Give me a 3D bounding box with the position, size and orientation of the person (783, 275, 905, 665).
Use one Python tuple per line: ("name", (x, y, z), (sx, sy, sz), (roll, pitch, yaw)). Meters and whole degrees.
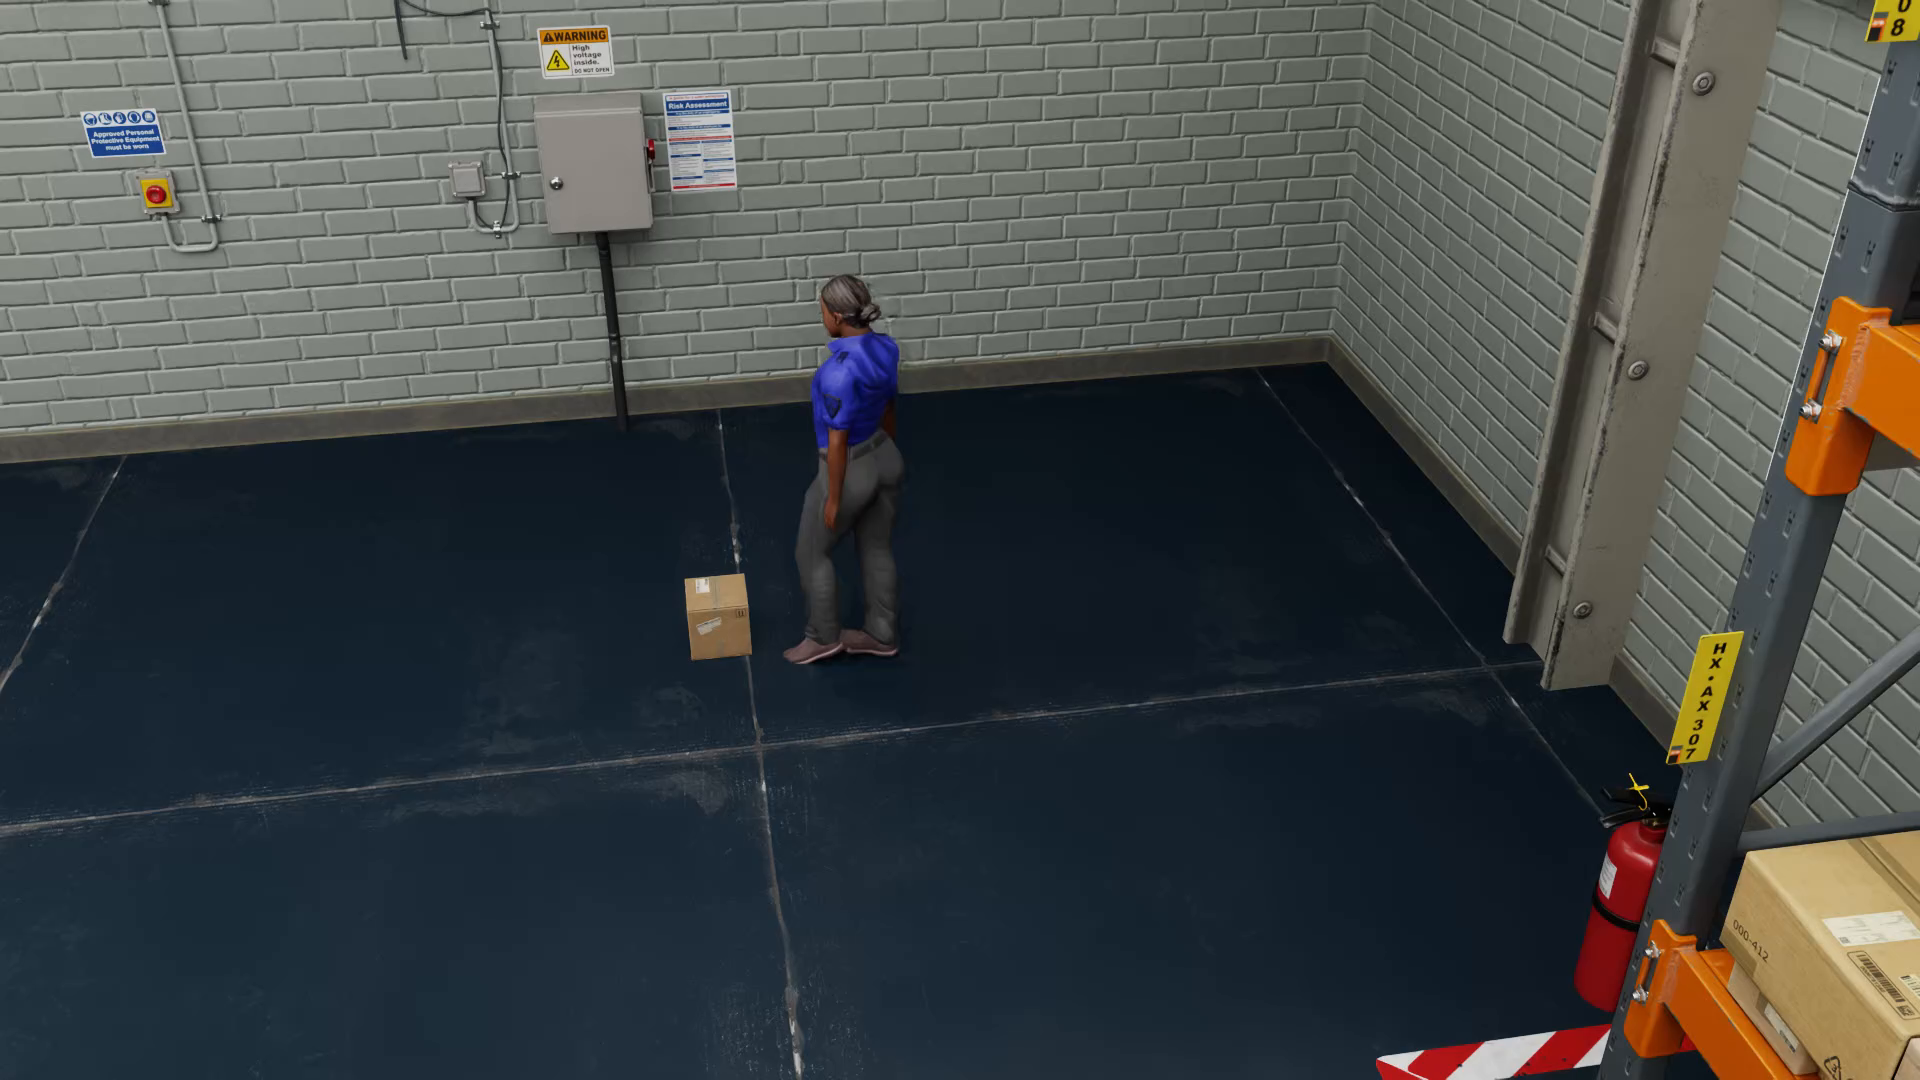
("person", (-0.455, -0.247, 6.581), (0.438, 1.711, 0.469), (19, 36, 29))
